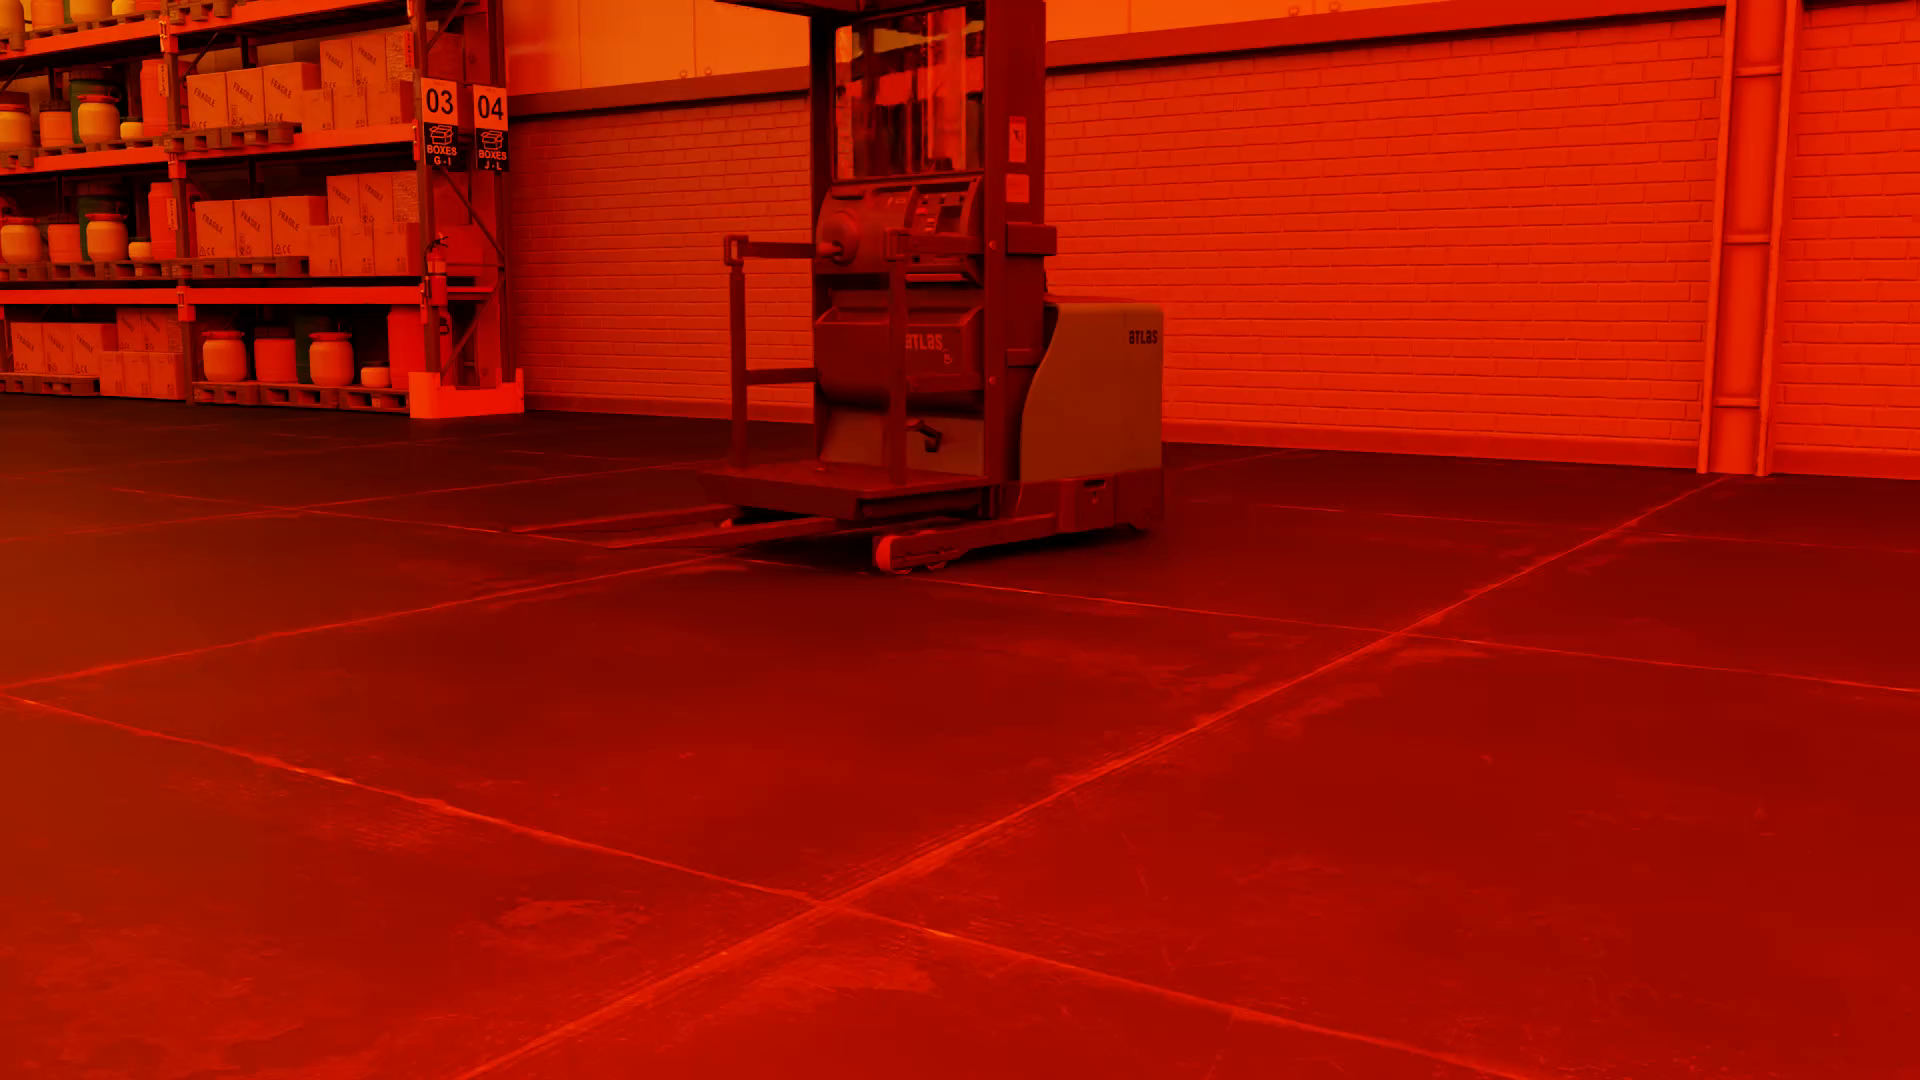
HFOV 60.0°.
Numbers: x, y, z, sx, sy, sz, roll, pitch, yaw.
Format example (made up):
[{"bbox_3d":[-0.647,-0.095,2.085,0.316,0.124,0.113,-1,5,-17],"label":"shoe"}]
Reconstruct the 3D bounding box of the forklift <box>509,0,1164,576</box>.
[{"bbox_3d":[-0.419,-1.389,6.957,1.130,2.935,3.031,8,11,43],"label":"forklift"}]
